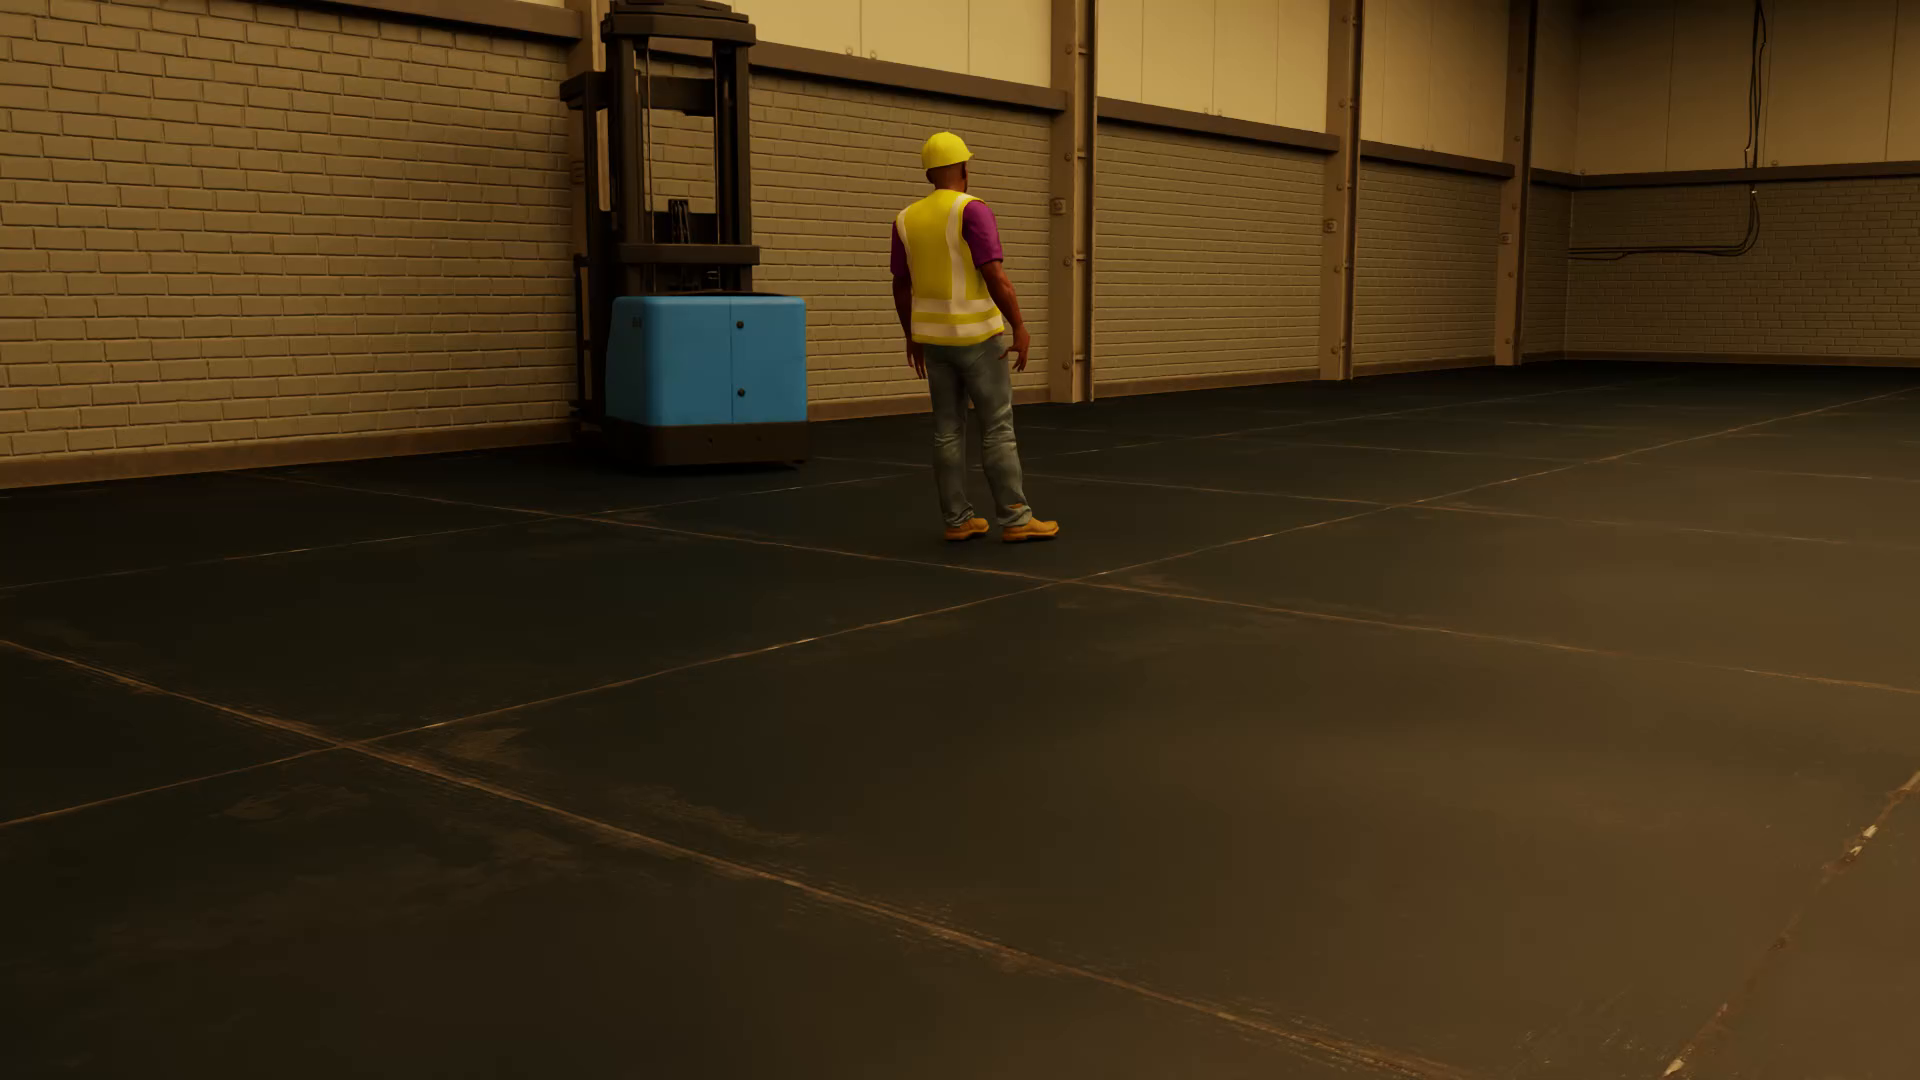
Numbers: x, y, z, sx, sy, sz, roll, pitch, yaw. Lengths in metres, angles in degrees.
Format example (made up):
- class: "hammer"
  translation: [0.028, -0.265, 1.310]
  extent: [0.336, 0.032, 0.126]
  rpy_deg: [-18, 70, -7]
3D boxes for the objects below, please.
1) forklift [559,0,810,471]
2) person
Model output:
- class: "forklift"
  translation: [-2.034, -2.042, 11.237]
  extent: [1.130, 2.935, 3.031]
  rpy_deg: [-4, 9, -26]
- class: "person"
  translation: [0.049, -0.888, 7.327]
  extent: [0.665, 1.768, 0.575]
  rpy_deg: [7, 11, 38]
